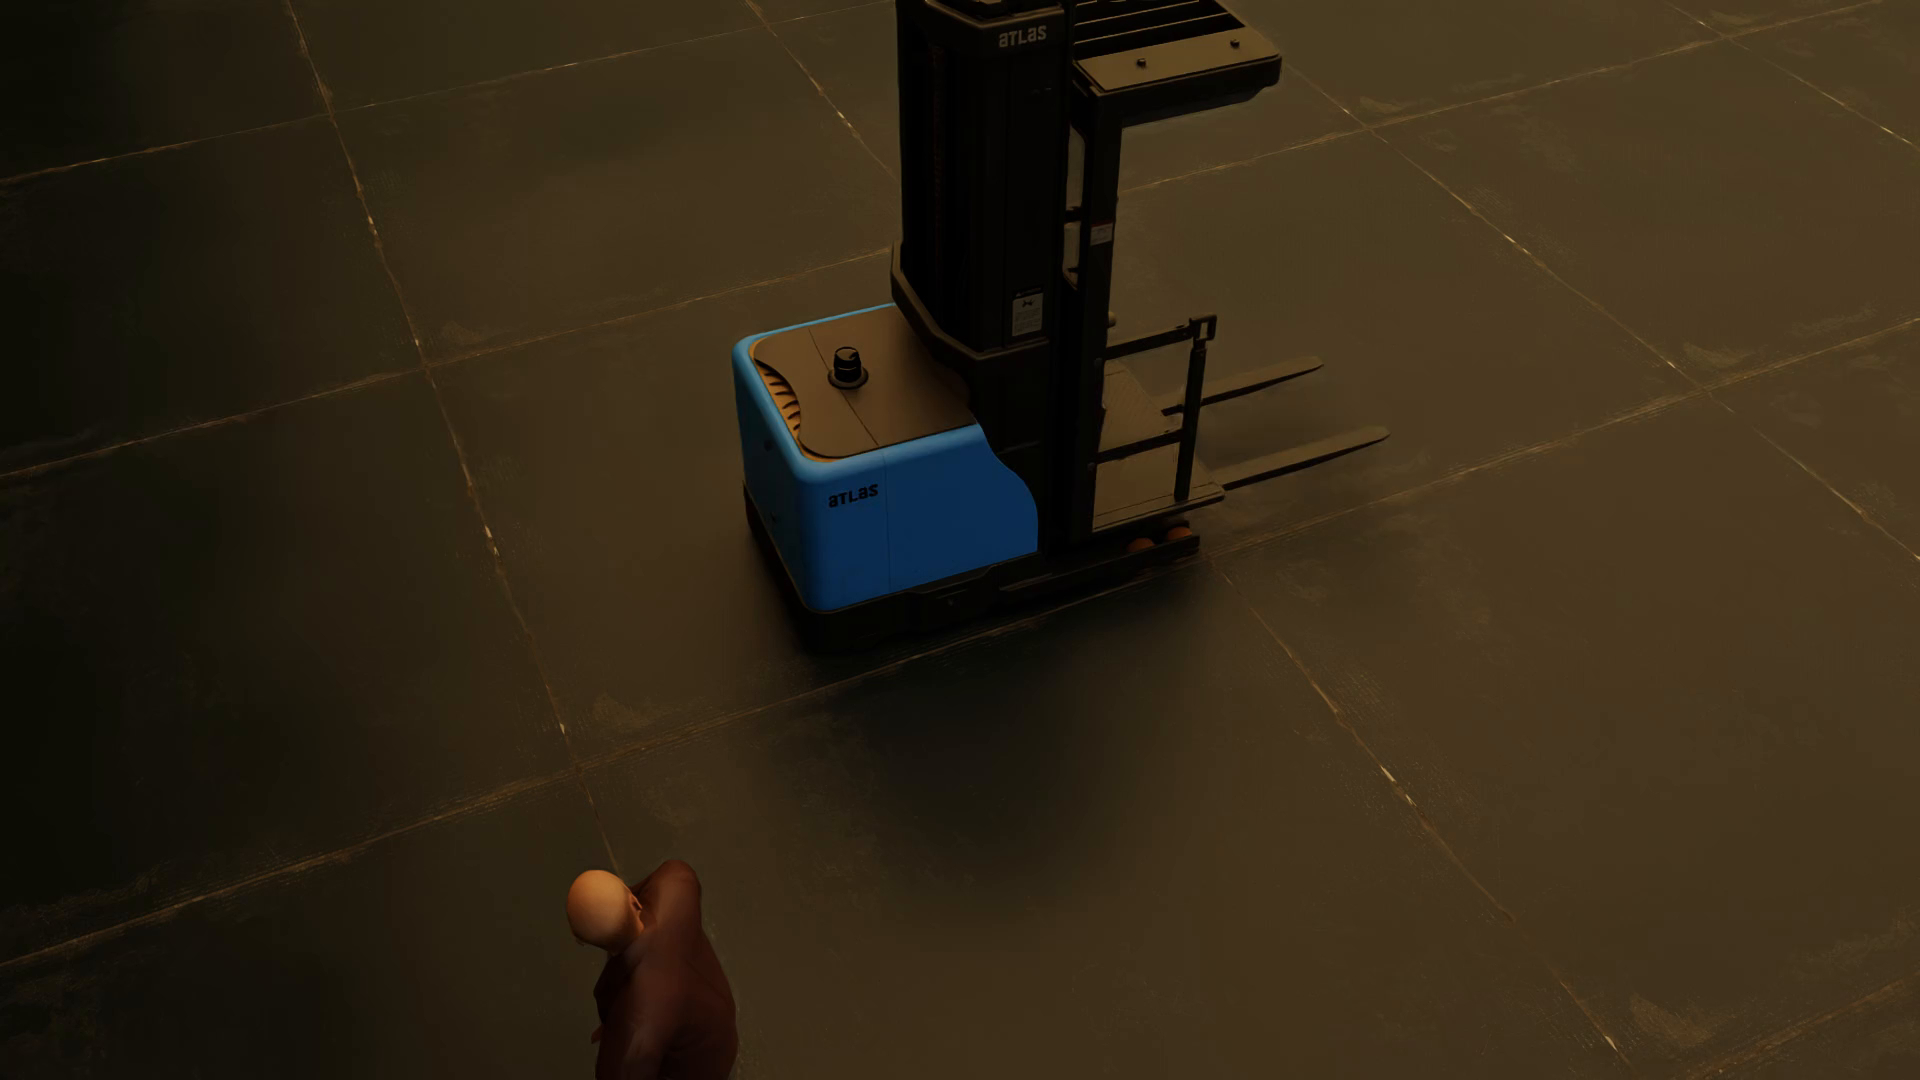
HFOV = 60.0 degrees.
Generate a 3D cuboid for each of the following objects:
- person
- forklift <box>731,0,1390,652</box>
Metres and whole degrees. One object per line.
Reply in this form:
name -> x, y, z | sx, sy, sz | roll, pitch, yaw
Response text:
person -> -1.017, 1.523, 4.970 | 0.756, 1.697, 0.863 | -6, 43, -6
forklift -> 0.562, -1.236, 7.005 | 3.031, 2.935, 1.130 | -16, 45, -16
